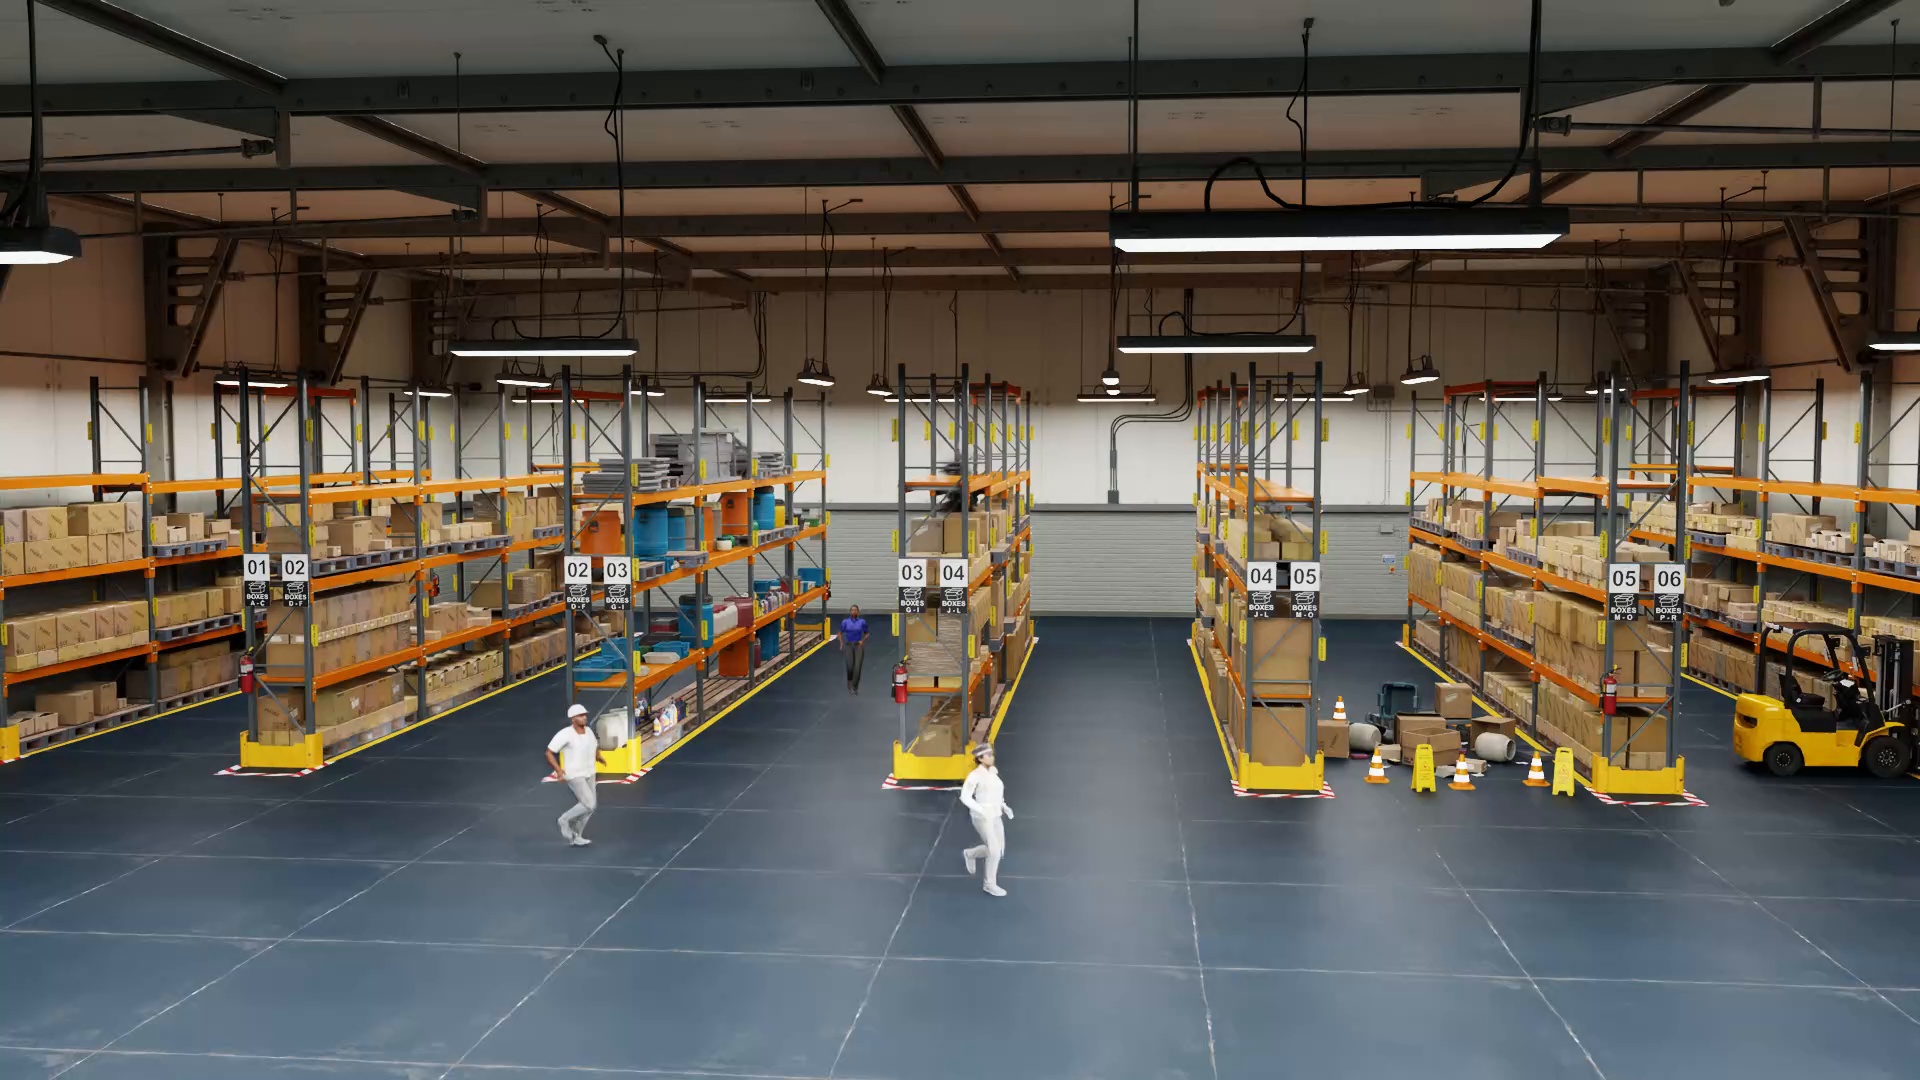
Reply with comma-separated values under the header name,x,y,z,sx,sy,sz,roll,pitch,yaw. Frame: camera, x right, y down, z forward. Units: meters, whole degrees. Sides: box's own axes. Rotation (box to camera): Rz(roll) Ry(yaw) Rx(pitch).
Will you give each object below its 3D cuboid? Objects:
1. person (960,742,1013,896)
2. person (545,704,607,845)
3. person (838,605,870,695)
name,x,y,z,sx,sy,sz,roll,pitch,yaw
person,0.250,3.022,18.144,0.587,1.665,0.617,3,5,37
person,-4.568,2.850,20.117,0.581,1.725,0.705,2,4,29
person,-1.916,1.982,30.046,0.575,1.622,0.505,0,4,-5
